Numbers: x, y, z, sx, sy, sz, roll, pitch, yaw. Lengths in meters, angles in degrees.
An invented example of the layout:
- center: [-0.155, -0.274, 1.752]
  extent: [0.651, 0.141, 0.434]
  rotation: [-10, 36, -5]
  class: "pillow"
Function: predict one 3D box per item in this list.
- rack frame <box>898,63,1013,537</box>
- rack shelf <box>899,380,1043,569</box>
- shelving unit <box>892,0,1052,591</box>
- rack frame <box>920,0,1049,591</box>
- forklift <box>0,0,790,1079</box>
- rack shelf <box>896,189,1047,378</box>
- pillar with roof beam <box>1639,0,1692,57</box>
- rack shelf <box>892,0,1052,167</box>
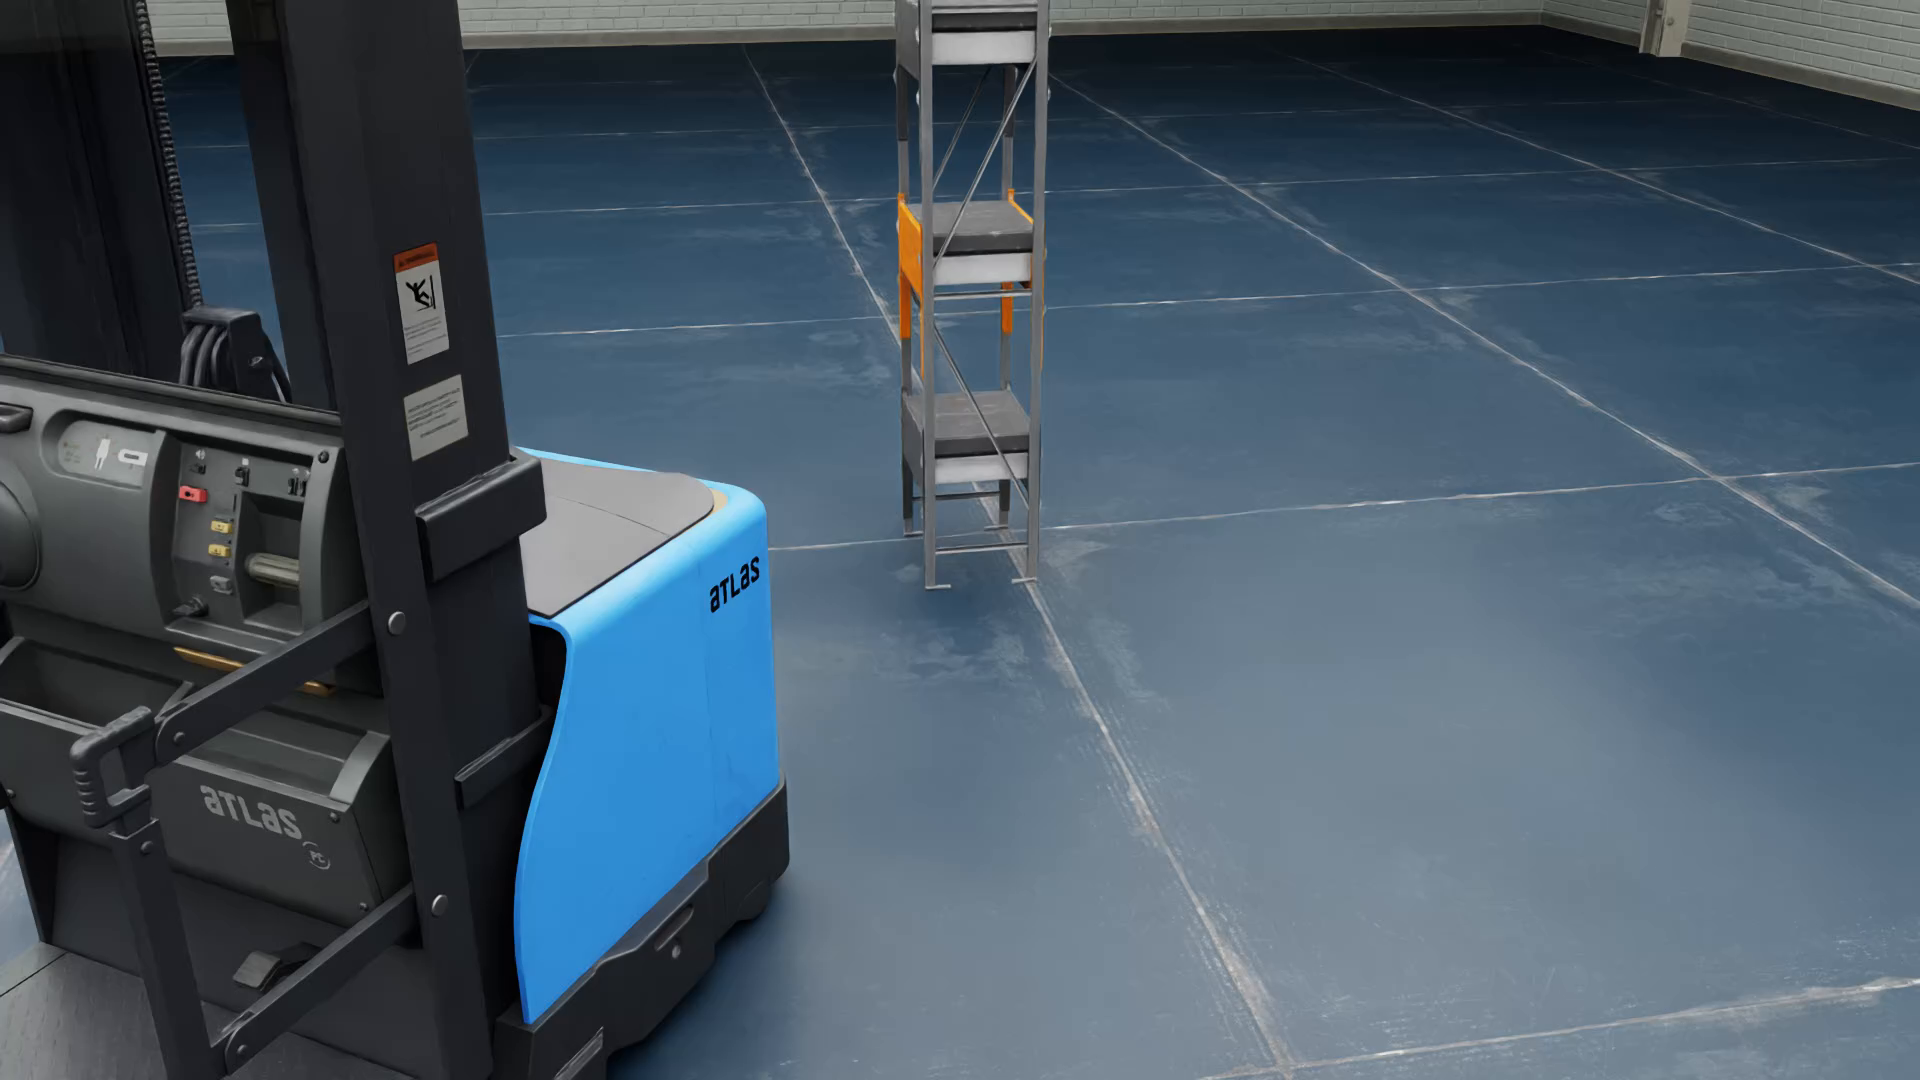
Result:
- center: [-0.015, -0.993, 5.900]
  extent: [0.400, 2.100, 0.015]
  rotation: [-4, 24, -10]
  class: "rack frame"
- center: [0.031, -0.243, 5.966]
  extent: [0.431, 0.518, 0.480]
  rotation: [-4, 24, -10]
  class: "rack shelf"
- center: [0.031, -0.897, 5.681]
  extent: [0.431, 2.100, 0.503]
  rotation: [-4, 24, -10]
  class: "shelving unit"
- center: [0.076, -0.801, 5.461]
  extent: [0.400, 2.100, 0.015]
  rotation: [-4, 24, -10]
  class: "rack frame"
- center: [-1.500, -0.020, 2.634]
  extent: [1.130, 2.935, 3.031]
  rotation: [10, 26, 22]
  class: "forklift"
- center: [0.031, -0.885, 5.686]
  extent: [0.431, 0.518, 0.480]
  rotation: [-4, 24, -10]
  class: "rack shelf"
- center: [3.710, -9.310, 16.323]
  extent: [9.100, 9.000, 0.400]
  rotation: [-4, 24, -10]
  class: "pillar with roof beam"
- center: [0.031, -1.526, 5.406]
  extent: [0.431, 0.518, 0.480]
  rotation: [-4, 24, -10]
  class: "rack shelf"
